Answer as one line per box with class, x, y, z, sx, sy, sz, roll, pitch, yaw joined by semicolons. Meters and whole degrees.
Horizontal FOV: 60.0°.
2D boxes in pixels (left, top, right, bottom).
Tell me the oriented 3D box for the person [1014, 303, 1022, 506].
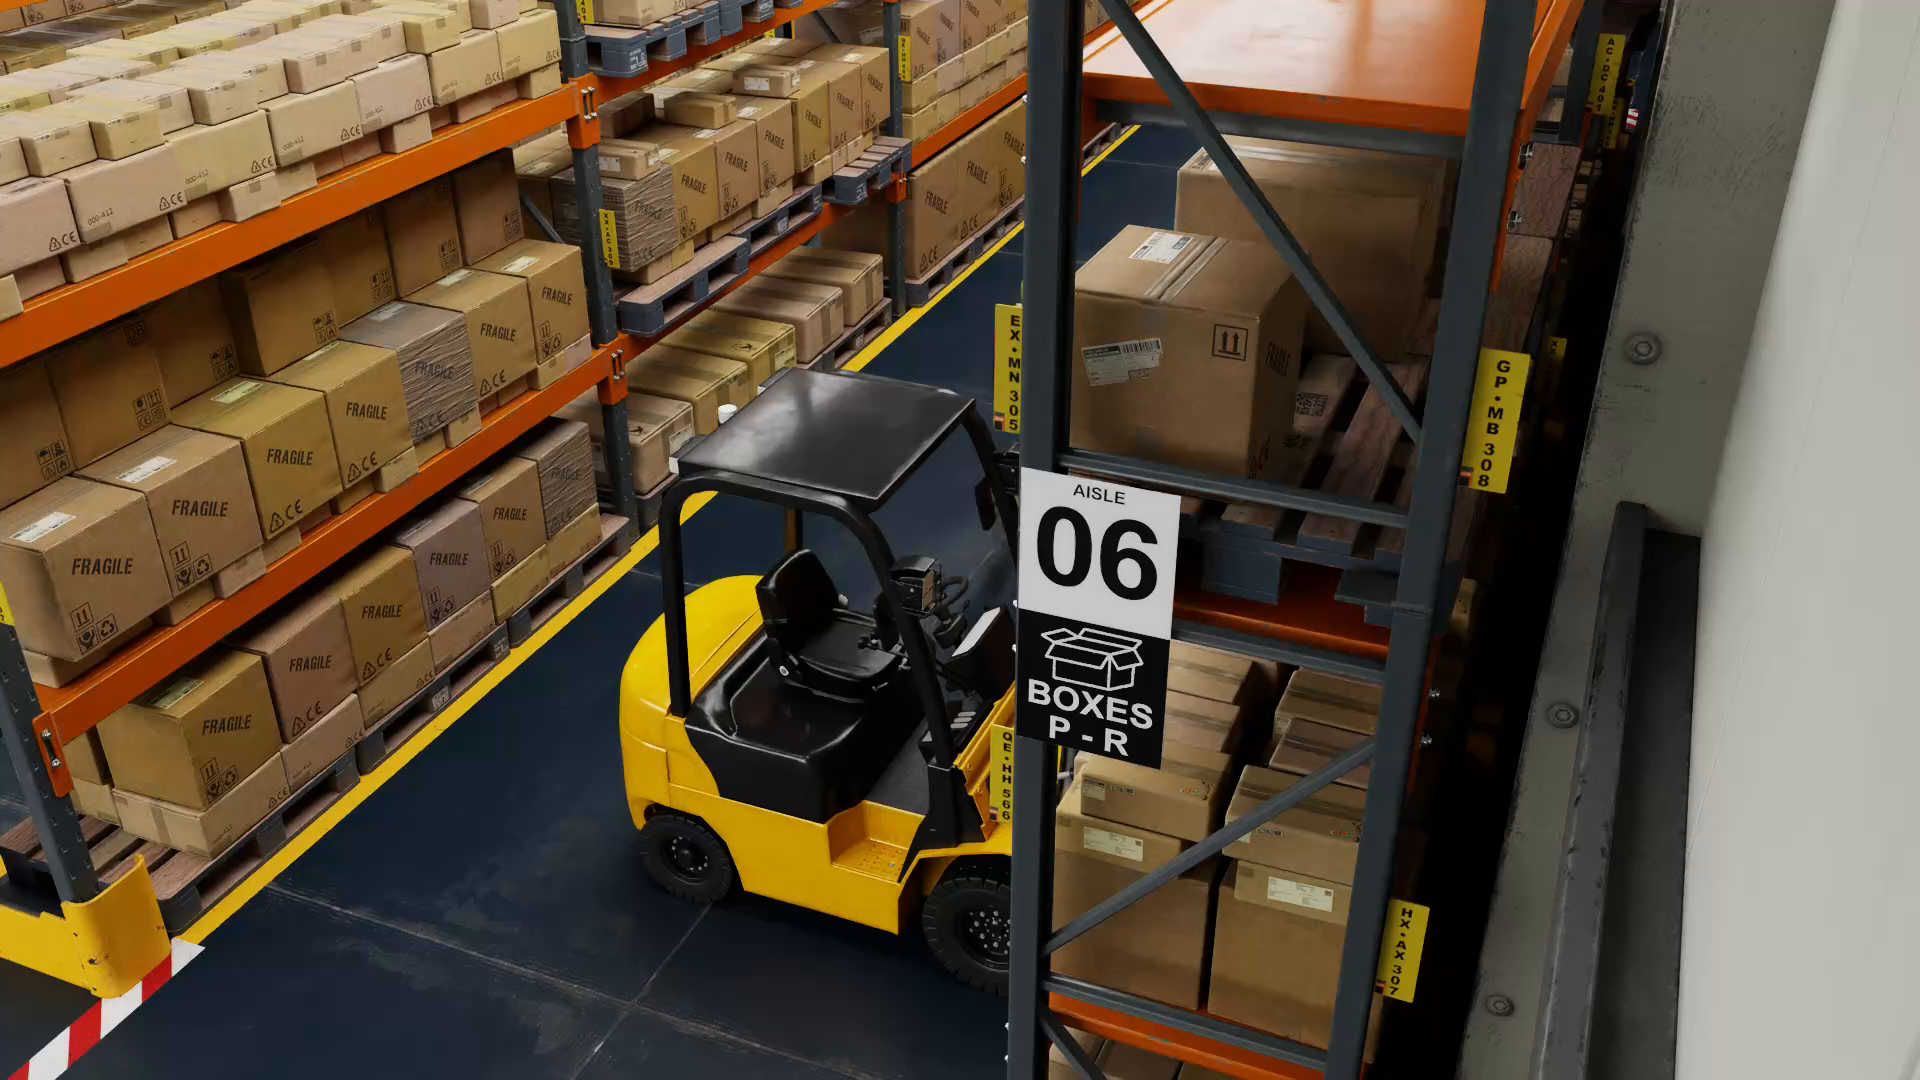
person;0.511;-0.849;9.836;0.578;1.752;0.611;9;31;15
